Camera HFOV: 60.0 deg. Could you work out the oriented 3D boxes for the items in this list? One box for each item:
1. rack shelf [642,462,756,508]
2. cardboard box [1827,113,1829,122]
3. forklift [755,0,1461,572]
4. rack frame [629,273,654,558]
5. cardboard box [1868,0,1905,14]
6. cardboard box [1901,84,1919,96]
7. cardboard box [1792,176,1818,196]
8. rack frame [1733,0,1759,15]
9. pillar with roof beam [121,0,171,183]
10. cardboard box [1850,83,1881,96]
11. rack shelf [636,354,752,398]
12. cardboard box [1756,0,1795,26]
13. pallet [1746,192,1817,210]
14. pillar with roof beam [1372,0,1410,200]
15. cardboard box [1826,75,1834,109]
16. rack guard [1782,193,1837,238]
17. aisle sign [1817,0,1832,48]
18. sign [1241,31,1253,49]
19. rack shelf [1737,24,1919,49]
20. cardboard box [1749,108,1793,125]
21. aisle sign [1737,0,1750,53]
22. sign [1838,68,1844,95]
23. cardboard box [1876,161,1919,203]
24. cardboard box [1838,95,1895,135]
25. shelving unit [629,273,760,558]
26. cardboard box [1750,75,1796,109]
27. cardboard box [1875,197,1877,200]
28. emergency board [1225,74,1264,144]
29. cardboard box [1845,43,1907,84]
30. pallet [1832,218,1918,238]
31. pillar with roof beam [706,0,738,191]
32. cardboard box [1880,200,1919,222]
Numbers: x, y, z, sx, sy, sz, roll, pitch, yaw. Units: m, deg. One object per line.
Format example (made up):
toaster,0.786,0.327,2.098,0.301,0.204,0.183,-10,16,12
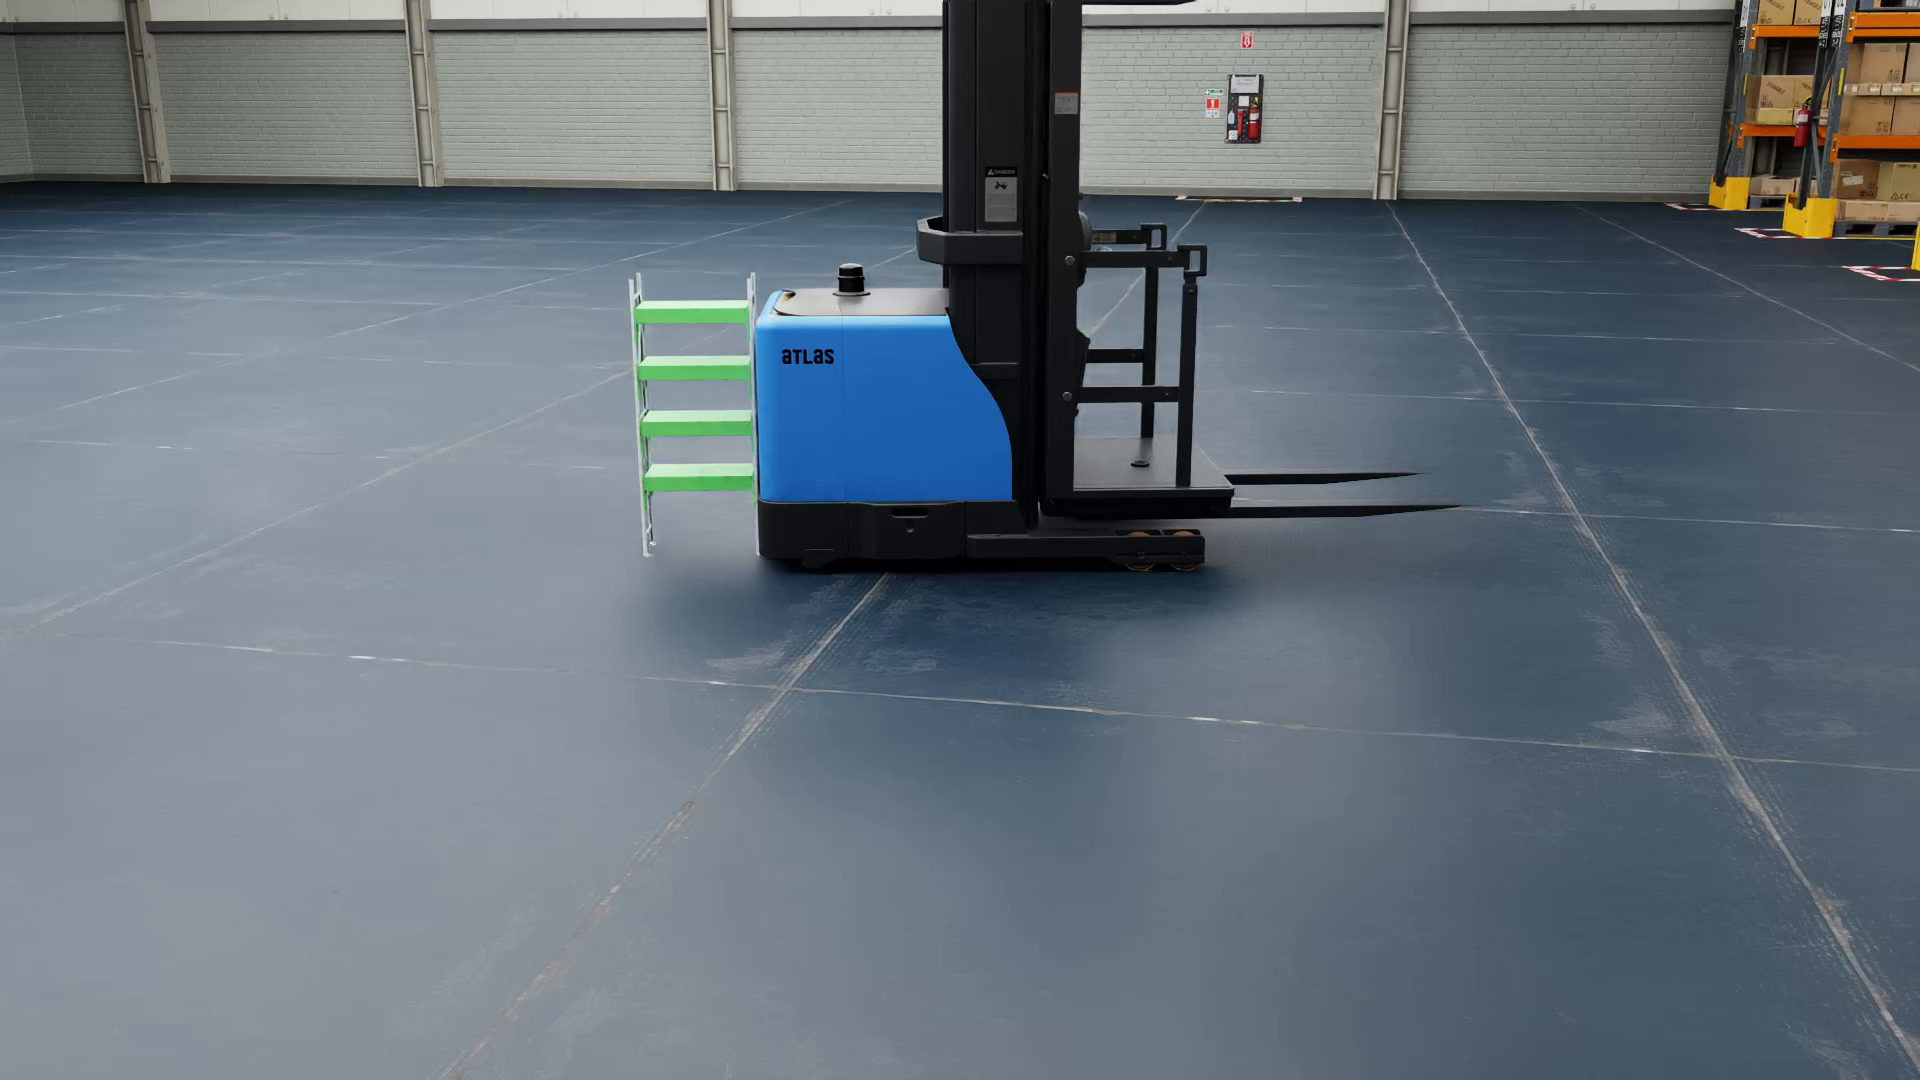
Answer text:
rack shelf,-1.127,-0.244,7.263,0.480,0.148,0.258,-1,15,-2
cardboard box,13.817,-6.637,26.075,0.500,0.250,0.500,3,16,10
forklift,0.647,-1.420,7.128,3.031,2.935,1.130,-1,15,-2
rack frame,-1.371,-0.534,7.171,0.015,1.200,0.240,-1,15,-2
cardboard box,14.228,-8.194,25.609,0.500,0.500,0.500,4,16,15
cardboard box,12.254,-5.821,21.486,0.250,0.149,0.380,3,16,11
cardboard box,13.611,-5.686,26.614,0.500,0.311,0.500,4,16,16
rack frame,12.392,-9.752,25.841,0.127,3.000,1.000,3,16,11
pillar with roof beam,-17.005,-10.411,28.219,0.400,9.000,9.100,3,16,11
cardboard box,11.751,-5.848,21.584,0.250,0.149,0.380,3,16,11
rack shelf,-1.127,-0.706,7.134,0.480,0.148,0.258,-1,15,-2
cardboard box,12.670,-8.281,25.925,0.500,0.500,0.500,4,16,13
pallet,13.256,-5.461,26.810,1.213,0.211,1.003,3,16,11
pillar with roof beam,6.513,-9.134,23.610,0.400,9.000,9.100,3,16,11
cardboard box,13.788,-6.998,25.974,0.500,0.500,0.500,3,16,9
rack guard,11.385,-4.361,22.301,0.348,0.500,1.175,3,16,11
aisle sign,11.403,-6.898,21.905,0.004,0.787,0.394,3,16,11
sign,4.969,-8.654,28.773,0.199,0.298,0.001,3,16,11
rack shelf,14.352,-7.853,25.953,4.000,0.370,1.077,3,16,11
cardboard box,12.807,-6.689,26.265,0.500,0.250,0.500,3,16,9
aisle sign,12.262,-8.039,26.025,0.004,0.787,0.394,3,16,11
sign,11.293,-5.875,21.313,0.005,0.325,0.100,3,16,11
cardboard box,12.381,-4.691,21.766,0.500,0.500,0.500,3,16,11
cardboard box,11.864,-5.585,21.847,0.500,0.500,0.700,3,16,11
shelving unit,-1.127,-0.537,7.181,0.503,1.200,0.258,-1,15,-2
cardboard box,12.800,-7.056,26.183,0.500,0.500,0.500,3,16,11
cardboard box,12.486,-4.467,22.365,0.500,0.250,0.500,3,16,11
emergency board,4.957,-7.511,28.987,0.643,1.169,0.194,3,16,11
cardboard box,11.916,-6.207,21.664,0.500,0.500,0.700,3,16,11
pallet,12.167,-4.191,22.227,1.213,0.211,1.003,3,16,11
pillar with roof beam,-5.246,-9.772,25.914,0.400,9.000,9.100,3,16,11
cardboard box,12.381,-4.330,21.868,0.500,0.250,0.500,3,16,11
